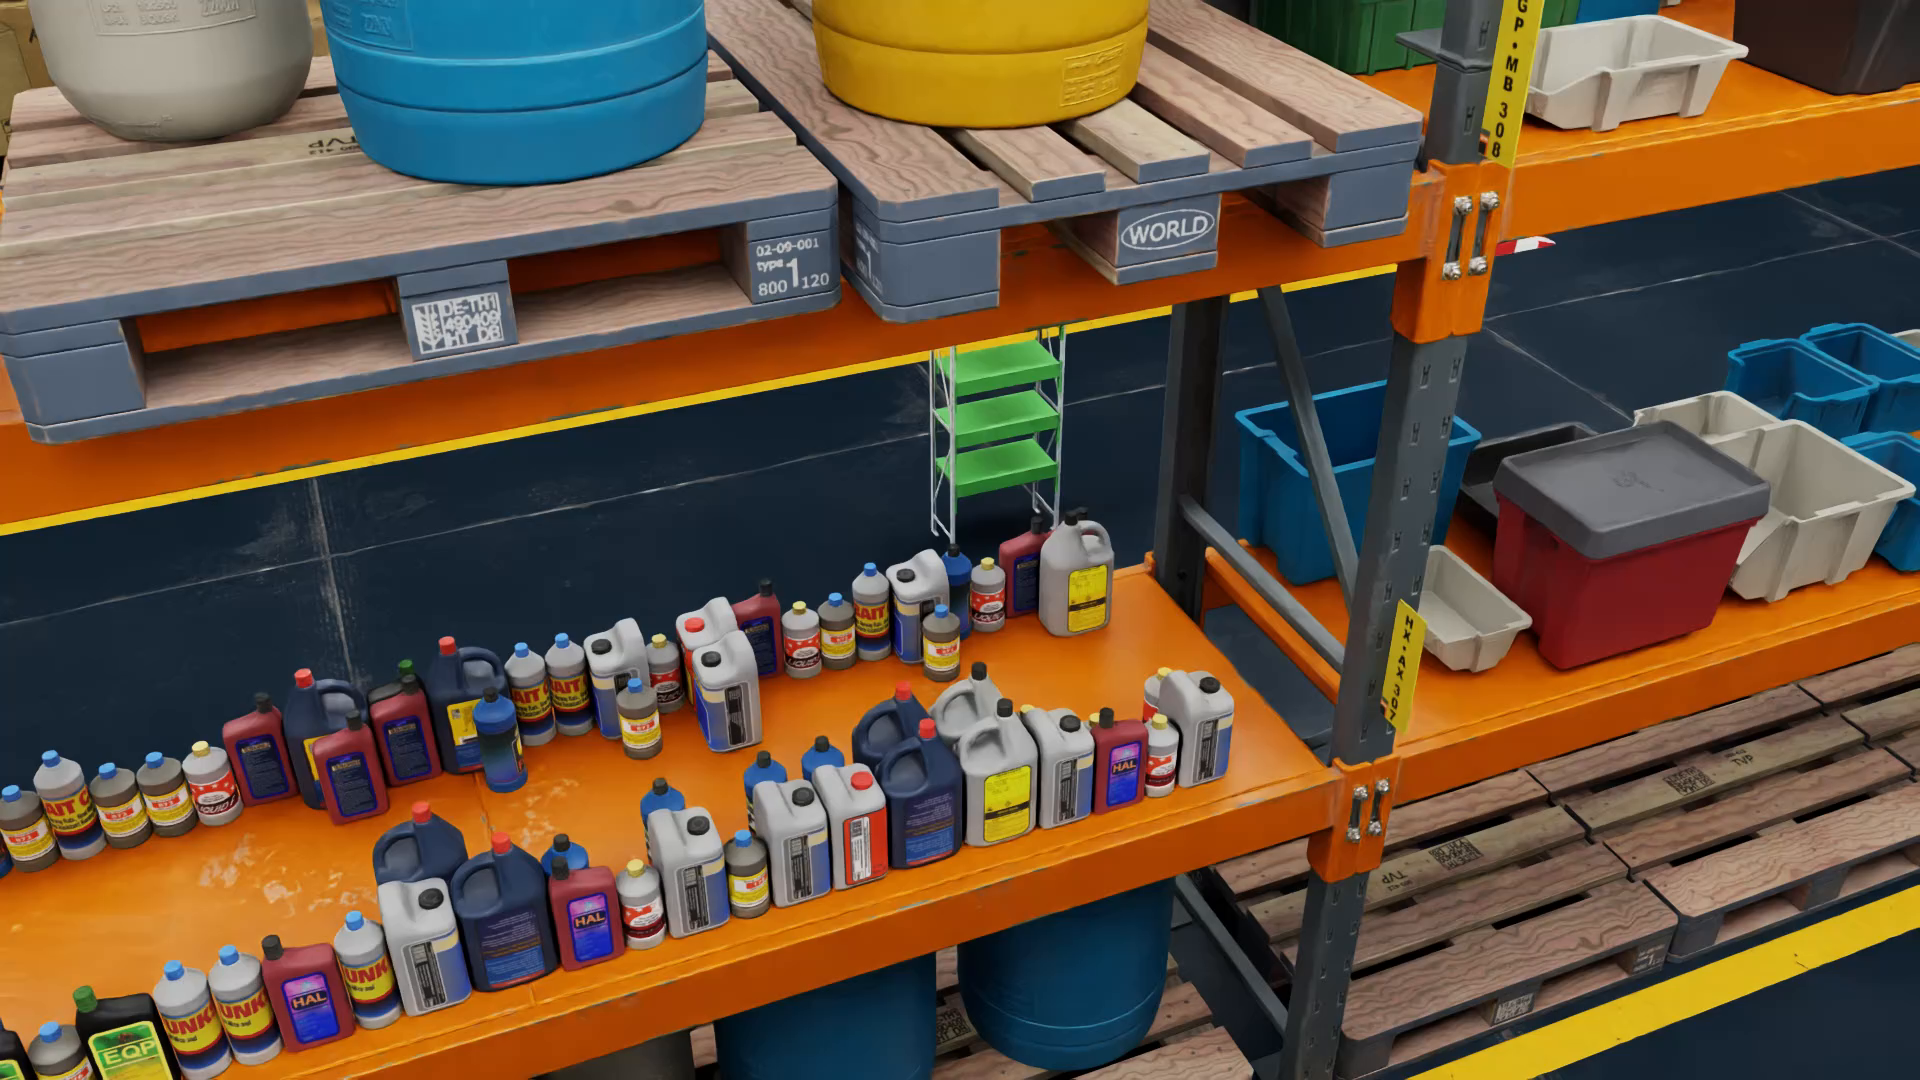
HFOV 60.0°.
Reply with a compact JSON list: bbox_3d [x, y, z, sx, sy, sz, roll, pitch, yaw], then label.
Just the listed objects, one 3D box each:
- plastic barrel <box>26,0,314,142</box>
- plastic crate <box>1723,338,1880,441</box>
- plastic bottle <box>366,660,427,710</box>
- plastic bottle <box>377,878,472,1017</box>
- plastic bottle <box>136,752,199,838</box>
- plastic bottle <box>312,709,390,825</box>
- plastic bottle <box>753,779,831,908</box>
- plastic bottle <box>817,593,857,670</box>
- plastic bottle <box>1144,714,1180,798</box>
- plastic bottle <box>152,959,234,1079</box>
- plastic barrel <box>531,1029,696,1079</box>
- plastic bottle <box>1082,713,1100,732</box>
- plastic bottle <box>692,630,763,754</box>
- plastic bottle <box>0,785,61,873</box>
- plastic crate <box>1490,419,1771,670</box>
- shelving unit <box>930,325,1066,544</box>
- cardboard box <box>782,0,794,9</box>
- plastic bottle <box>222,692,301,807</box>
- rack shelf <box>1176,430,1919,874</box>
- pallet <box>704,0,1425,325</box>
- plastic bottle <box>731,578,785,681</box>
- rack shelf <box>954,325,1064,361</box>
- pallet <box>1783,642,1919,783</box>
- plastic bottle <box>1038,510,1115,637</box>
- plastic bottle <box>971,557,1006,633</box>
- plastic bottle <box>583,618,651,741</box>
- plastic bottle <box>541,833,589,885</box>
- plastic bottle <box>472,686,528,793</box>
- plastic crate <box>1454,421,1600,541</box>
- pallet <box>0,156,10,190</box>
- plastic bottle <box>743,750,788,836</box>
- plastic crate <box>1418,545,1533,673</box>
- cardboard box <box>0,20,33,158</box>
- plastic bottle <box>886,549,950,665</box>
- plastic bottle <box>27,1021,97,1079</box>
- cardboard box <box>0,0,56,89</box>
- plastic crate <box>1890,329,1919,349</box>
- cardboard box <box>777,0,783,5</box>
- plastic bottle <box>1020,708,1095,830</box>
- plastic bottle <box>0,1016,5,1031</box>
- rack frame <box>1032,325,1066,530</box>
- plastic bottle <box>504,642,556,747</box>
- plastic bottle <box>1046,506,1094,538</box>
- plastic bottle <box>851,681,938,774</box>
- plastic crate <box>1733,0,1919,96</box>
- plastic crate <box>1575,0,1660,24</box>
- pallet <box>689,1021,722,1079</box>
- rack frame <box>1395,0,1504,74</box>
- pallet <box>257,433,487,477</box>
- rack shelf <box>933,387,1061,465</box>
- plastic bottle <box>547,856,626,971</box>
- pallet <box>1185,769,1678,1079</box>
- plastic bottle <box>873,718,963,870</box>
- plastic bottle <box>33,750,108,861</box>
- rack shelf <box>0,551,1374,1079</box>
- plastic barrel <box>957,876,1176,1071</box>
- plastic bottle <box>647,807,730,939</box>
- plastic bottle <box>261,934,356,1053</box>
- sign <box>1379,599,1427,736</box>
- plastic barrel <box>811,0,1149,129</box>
[{"bbox_3d":[-1.313,-0.964,2.721,0.433,0.535,0.433,0,33,0],"label":"plastic barrel"},{"bbox_3d":[2.641,-0.440,5.274,0.300,0.233,0.416,-13,35,-19],"label":"plastic crate"},{"bbox_3d":[-1.334,0.417,3.966,0.133,0.283,0.061,-13,35,-19],"label":"plastic bottle"},{"bbox_3d":[-1.087,0.807,3.373,0.135,0.276,0.152,-13,35,-19],"label":"plastic bottle"},{"bbox_3d":[-1.817,0.573,3.802,0.097,0.201,0.097,0,33,0],"label":"plastic bottle"},{"bbox_3d":[-1.401,0.518,3.811,0.133,0.283,0.061,-13,35,-19],"label":"plastic bottle"},{"bbox_3d":[-0.365,0.642,3.627,0.135,0.276,0.152,-13,35,-19],"label":"plastic bottle"},{"bbox_3d":[-0.320,0.230,4.328,0.097,0.201,0.097,0,33,0],"label":"plastic bottle"},{"bbox_3d":[0.464,0.499,3.915,0.097,0.201,0.097,0,33,0],"label":"plastic bottle"},{"bbox_3d":[-1.485,0.916,3.209,0.097,0.271,0.097,0,33,0],"label":"plastic bottle"},{"bbox_3d":[-0.918,1.329,4.354,0.421,0.512,0.421,0,33,0],"label":"plastic barrel"},{"bbox_3d":[0.318,0.497,3.918,0.097,0.201,0.097,0,33,0],"label":"plastic bottle"},{"bbox_3d":[-0.570,0.362,4.057,0.135,0.276,0.152,-13,35,-19],"label":"plastic bottle"},{"bbox_3d":[-2.086,0.634,3.707,0.097,0.201,0.097,0,33,0],"label":"plastic bottle"},{"bbox_3d":[1.719,0.018,4.359,0.583,0.464,0.402,-13,35,-19],"label":"plastic crate"},{"bbox_3d":[0.153,-0.538,6.976,0.503,1.200,0.258,-13,35,-19],"label":"shelving unit"},{"bbox_3d":[-0.540,-2.372,8.054,0.500,0.500,0.500,-12,35,-18],"label":"cardboard box"},{"bbox_3d":[-1.628,0.484,3.863,0.133,0.283,0.061,-13,35,-19],"label":"plastic bottle"},{"bbox_3d":[2.643,0.011,5.142,4.000,0.370,1.077,-13,35,-19],"label":"rack shelf"},{"bbox_3d":[0.114,-0.832,3.200,1.003,0.211,1.213,-13,35,-19],"label":"pallet"},{"bbox_3d":[-0.523,0.231,4.251,0.133,0.283,0.061,-13,35,-19],"label":"plastic bottle"},{"bbox_3d":[0.153,-0.887,6.750,0.480,0.148,0.258,-13,35,-19],"label":"rack shelf"},{"bbox_3d":[3.711,0.611,6.118,1.213,0.211,1.003,-13,35,-19],"label":"pallet"},{"bbox_3d":[0.311,0.072,4.433,0.185,0.351,0.144,-13,35,-19],"label":"plastic bottle"},{"bbox_3d":[0.073,0.140,4.467,0.097,0.201,0.097,0,33,0],"label":"plastic bottle"},{"bbox_3d":[-0.843,0.335,4.099,0.135,0.276,0.152,-13,35,-19],"label":"plastic bottle"},{"bbox_3d":[-0.822,0.728,3.498,0.097,0.271,0.097,0,33,0],"label":"plastic bottle"},{"bbox_3d":[-1.084,0.461,3.909,0.097,0.271,0.097,0,33,0],"label":"plastic bottle"},{"bbox_3d":[1.727,-0.149,4.926,0.590,0.125,0.437,-13,35,-19],"label":"plastic crate"},{"bbox_3d":[-4.206,-1.613,7.155,1.003,0.211,1.213,-13,35,-19],"label":"pallet"},{"bbox_3d":[-0.431,0.585,3.719,0.097,0.271,0.097,0,33,0],"label":"plastic bottle"},{"bbox_3d":[1.283,0.191,4.393,0.243,0.136,0.396,-13,35,-19],"label":"plastic crate"},{"bbox_3d":[-4.266,-1.923,6.978,0.500,0.500,0.700,-26,41,-34],"label":"cardboard box"},{"bbox_3d":[-0.113,0.167,4.356,0.135,0.276,0.152,-13,35,-19],"label":"plastic bottle"},{"bbox_3d":[-1.698,0.994,3.154,0.097,0.201,0.097,0,33,0],"label":"plastic bottle"},{"bbox_3d":[-5.996,-3.370,11.264,0.750,0.750,0.750,-13,35,-20],"label":"cardboard box"},{"bbox_3d":[3.178,-0.571,5.564,0.298,0.136,0.250,-13,35,-19],"label":"plastic crate"},{"bbox_3d":[-0.754,-2.636,8.459,0.500,0.500,0.500,-12,35,-18],"label":"cardboard box"},{"bbox_3d":[0.224,0.507,3.834,0.135,0.276,0.152,-13,35,-19],"label":"plastic bottle"},{"bbox_3d":[-1.845,0.963,3.138,0.097,0.271,0.097,0,33,0],"label":"plastic bottle"},{"bbox_3d":[0.378,-0.589,7.056,0.015,1.200,0.240,-13,35,-19],"label":"rack frame"},{"bbox_3d":[-1.050,0.368,4.052,0.097,0.271,0.097,0,33,0],"label":"plastic bottle"},{"bbox_3d":[0.295,0.044,4.539,0.133,0.283,0.061,-13,35,-19],"label":"plastic bottle"},{"bbox_3d":[-0.148,0.478,3.811,0.185,0.351,0.144,-13,35,-19],"label":"plastic bottle"},{"bbox_3d":[2.050,-1.195,3.706,0.590,0.269,0.497,-13,35,-19],"label":"plastic crate"},{"bbox_3d":[1.515,-1.408,4.067,0.300,0.233,0.416,-13,35,-19],"label":"plastic crate"},{"bbox_3d":[-1.055,1.702,4.440,1.213,0.211,1.003,-13,35,-19],"label":"pallet"},{"bbox_3d":[0.799,-2.383,2.661,0.127,3.000,1.000,-13,35,-19],"label":"rack frame"},{"bbox_3d":[-2.977,-0.740,8.194,1.213,0.211,1.003,-13,35,-19],"label":"pallet"},{"bbox_3d":[0.153,-0.484,7.011,0.480,0.148,0.258,-13,35,-19],"label":"rack shelf"},{"bbox_3d":[-0.775,0.759,3.440,0.133,0.283,0.061,-13,35,-19],"label":"plastic bottle"},{"bbox_3d":[1.462,1.126,5.326,1.213,0.211,1.003,-13,35,-19],"label":"pallet"},{"bbox_3d":[-0.093,0.550,3.699,0.185,0.351,0.144,-13,35,-19],"label":"plastic bottle"},{"bbox_3d":[-1.996,0.584,3.720,0.097,0.271,0.097,0,33,0],"label":"plastic bottle"},{"bbox_3d":[-1.045,0.856,3.844,4.000,0.370,1.077,-13,35,-19],"label":"rack shelf"},{"bbox_3d":[0.290,0.942,4.591,0.708,0.901,0.600,-13,35,-19],"label":"plastic barrel"},{"bbox_3d":[-0.579,0.691,3.552,0.135,0.276,0.152,-13,35,-19],"label":"plastic bottle"},{"bbox_3d":[-1.282,0.876,3.261,0.133,0.283,0.061,-13,35,-19],"label":"plastic bottle"},{"bbox_3d":[1.010,0.293,3.796,0.005,0.325,0.100,-13,35,-19],"label":"sign"},{"bbox_3d":[0.036,-1.086,2.860,0.600,0.588,0.600,0,33,0],"label":"plastic barrel"}]
